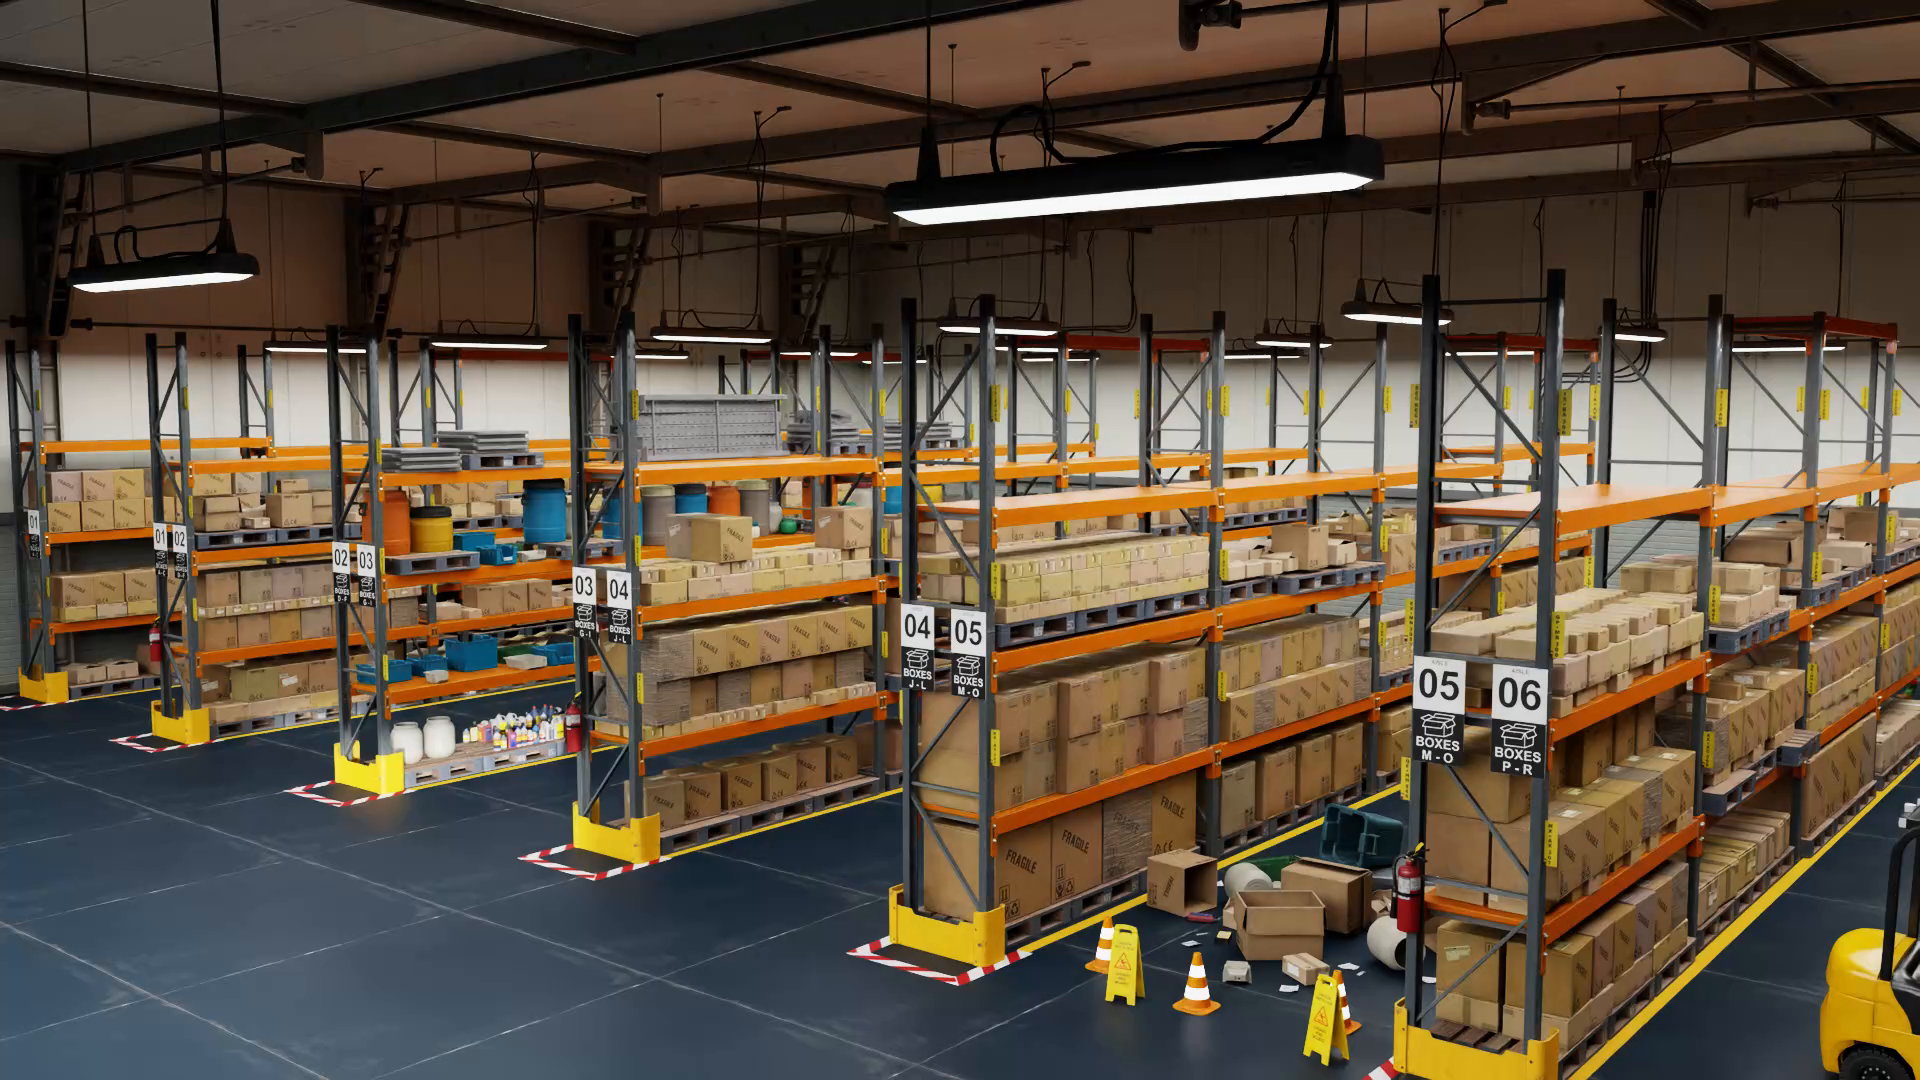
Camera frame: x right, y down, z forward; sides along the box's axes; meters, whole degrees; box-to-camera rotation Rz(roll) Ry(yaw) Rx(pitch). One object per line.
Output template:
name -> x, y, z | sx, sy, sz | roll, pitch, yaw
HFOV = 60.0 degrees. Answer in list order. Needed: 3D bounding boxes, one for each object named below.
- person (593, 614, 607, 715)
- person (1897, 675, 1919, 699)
person -> -5.763, 1.913, 26.305 | 0.621, 1.786, 0.510 | 4, 6, 34
person -> 16.023, 1.767, 27.801 | 0.742, 1.775, 0.551 | 0, 5, -4
